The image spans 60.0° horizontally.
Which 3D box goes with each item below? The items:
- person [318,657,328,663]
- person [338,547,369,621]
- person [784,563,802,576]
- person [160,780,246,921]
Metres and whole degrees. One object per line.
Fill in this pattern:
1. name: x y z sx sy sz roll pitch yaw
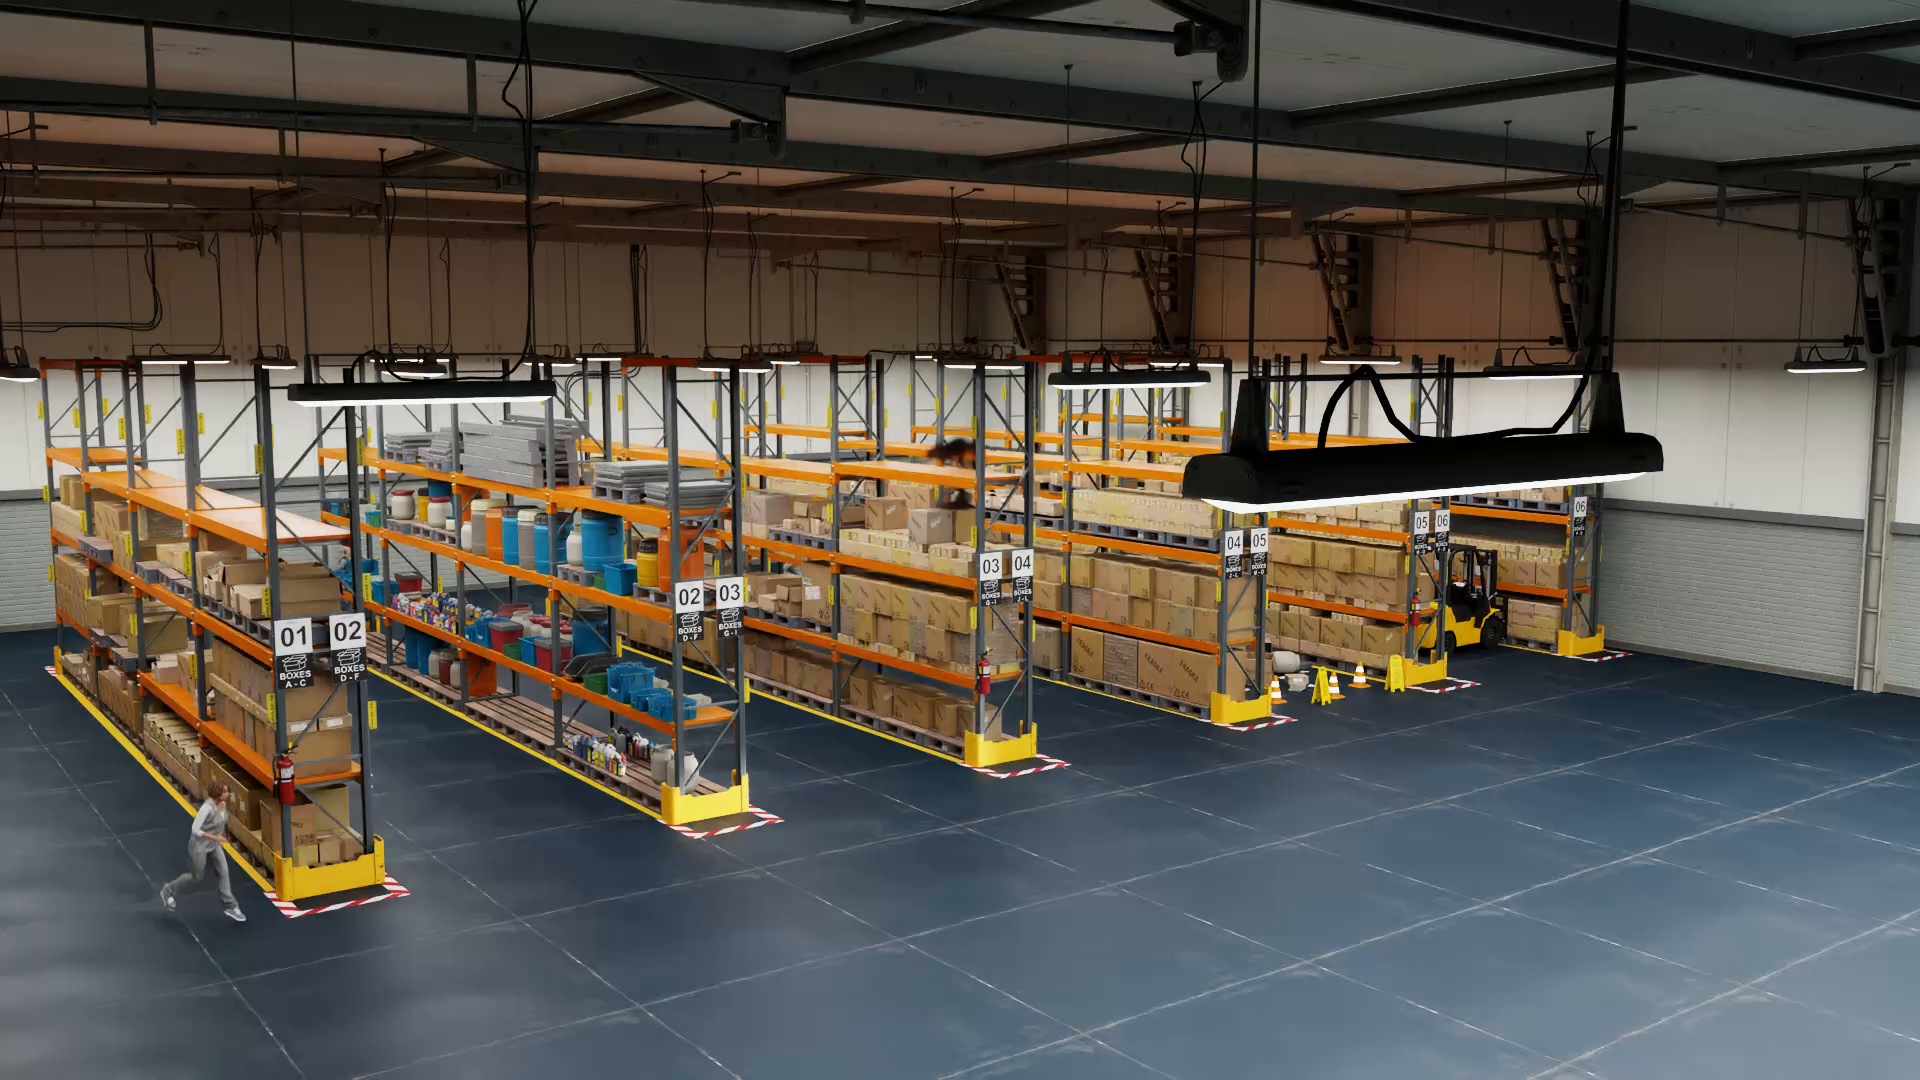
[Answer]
1. person: -11.259 2.097 28.943 1.004 1.628 0.629 5 8 34
2. person: -13.676 0.991 37.176 0.977 1.700 0.682 0 7 0
3. person: -4.226 0.461 41.899 0.877 1.762 0.655 0 7 2
4. person: -8.281 3.372 18.179 1.009 1.544 0.570 1 7 6
